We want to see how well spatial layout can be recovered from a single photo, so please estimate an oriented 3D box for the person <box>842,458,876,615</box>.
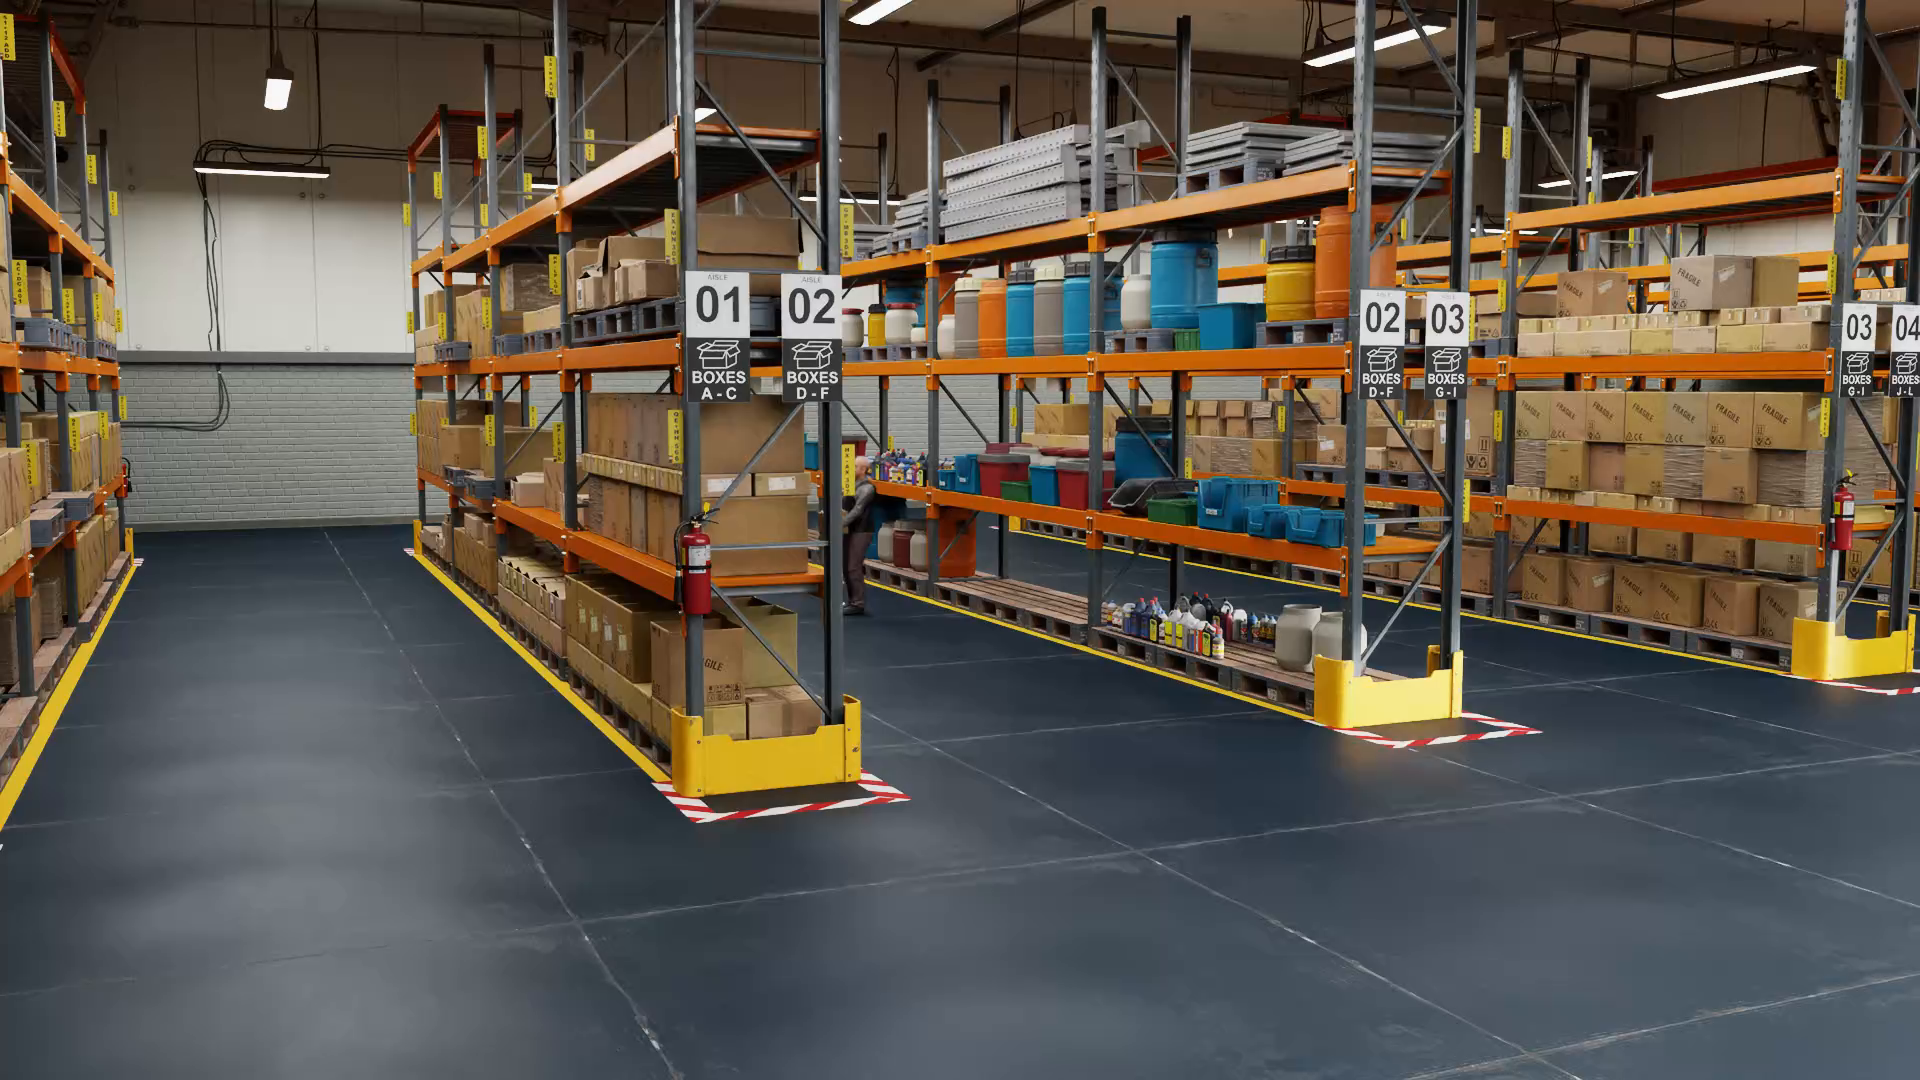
[{"bbox_3d":[-1.220,-0.046,18.323,0.552,1.720,0.502,-2,6,-24],"label":"person"}]
